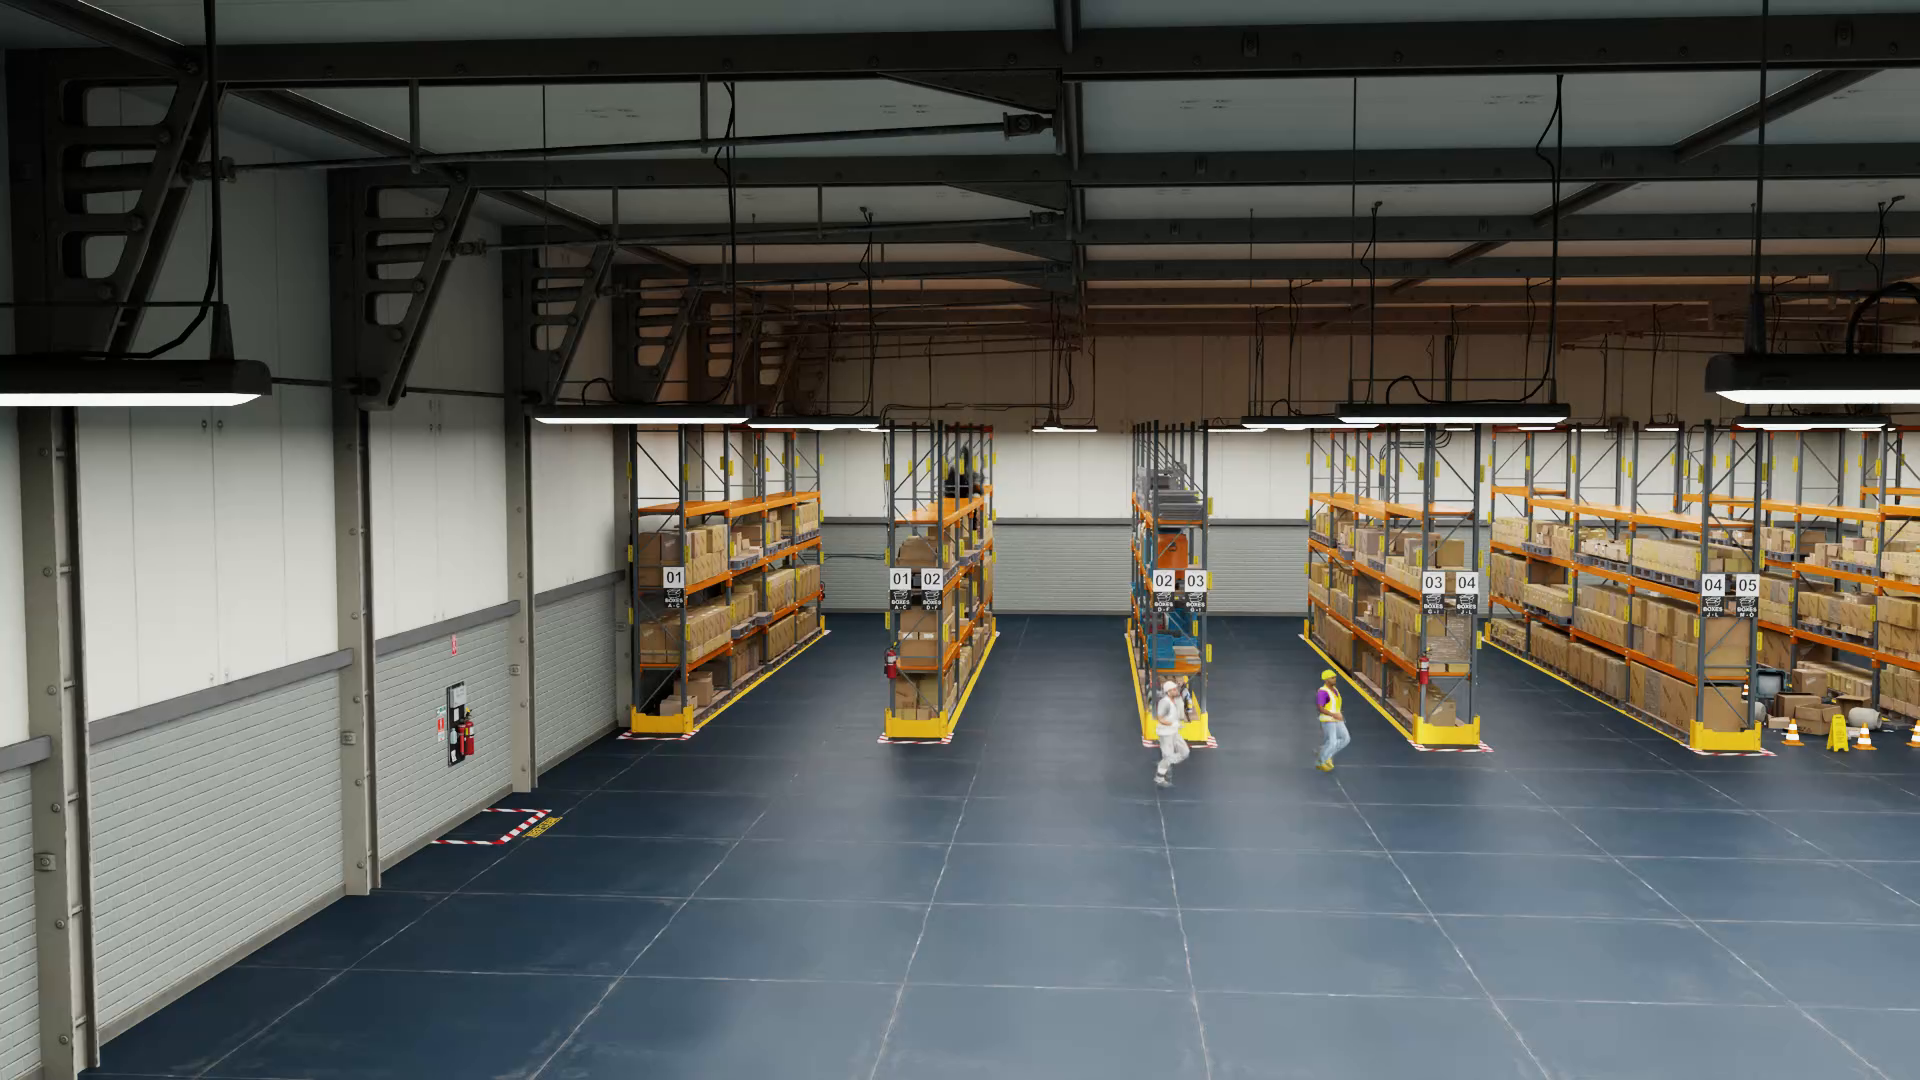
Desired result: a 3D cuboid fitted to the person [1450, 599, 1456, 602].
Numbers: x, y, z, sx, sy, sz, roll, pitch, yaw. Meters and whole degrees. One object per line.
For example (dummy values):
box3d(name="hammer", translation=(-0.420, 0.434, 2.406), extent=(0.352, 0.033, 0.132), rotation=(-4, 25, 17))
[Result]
box3d(name="person", translation=(13.400, 2.044, 45.210), extent=(0.656, 1.639, 0.558), rotation=(1, 4, 10))

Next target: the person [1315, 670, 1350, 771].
box3d(name="person", translation=(6.336, 3.064, 28.298), extent=(0.575, 1.720, 0.712), rotation=(3, 4, 36))

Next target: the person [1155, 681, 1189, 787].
box3d(name="person", translation=(3.413, 3.141, 26.898), extent=(0.598, 1.735, 0.659), rotation=(2, 4, 32))

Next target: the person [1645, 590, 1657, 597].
box3d(name="person", translation=(19.713, 1.936, 47.298), extent=(0.790, 1.643, 0.649), rotation=(1, 4, 14))
